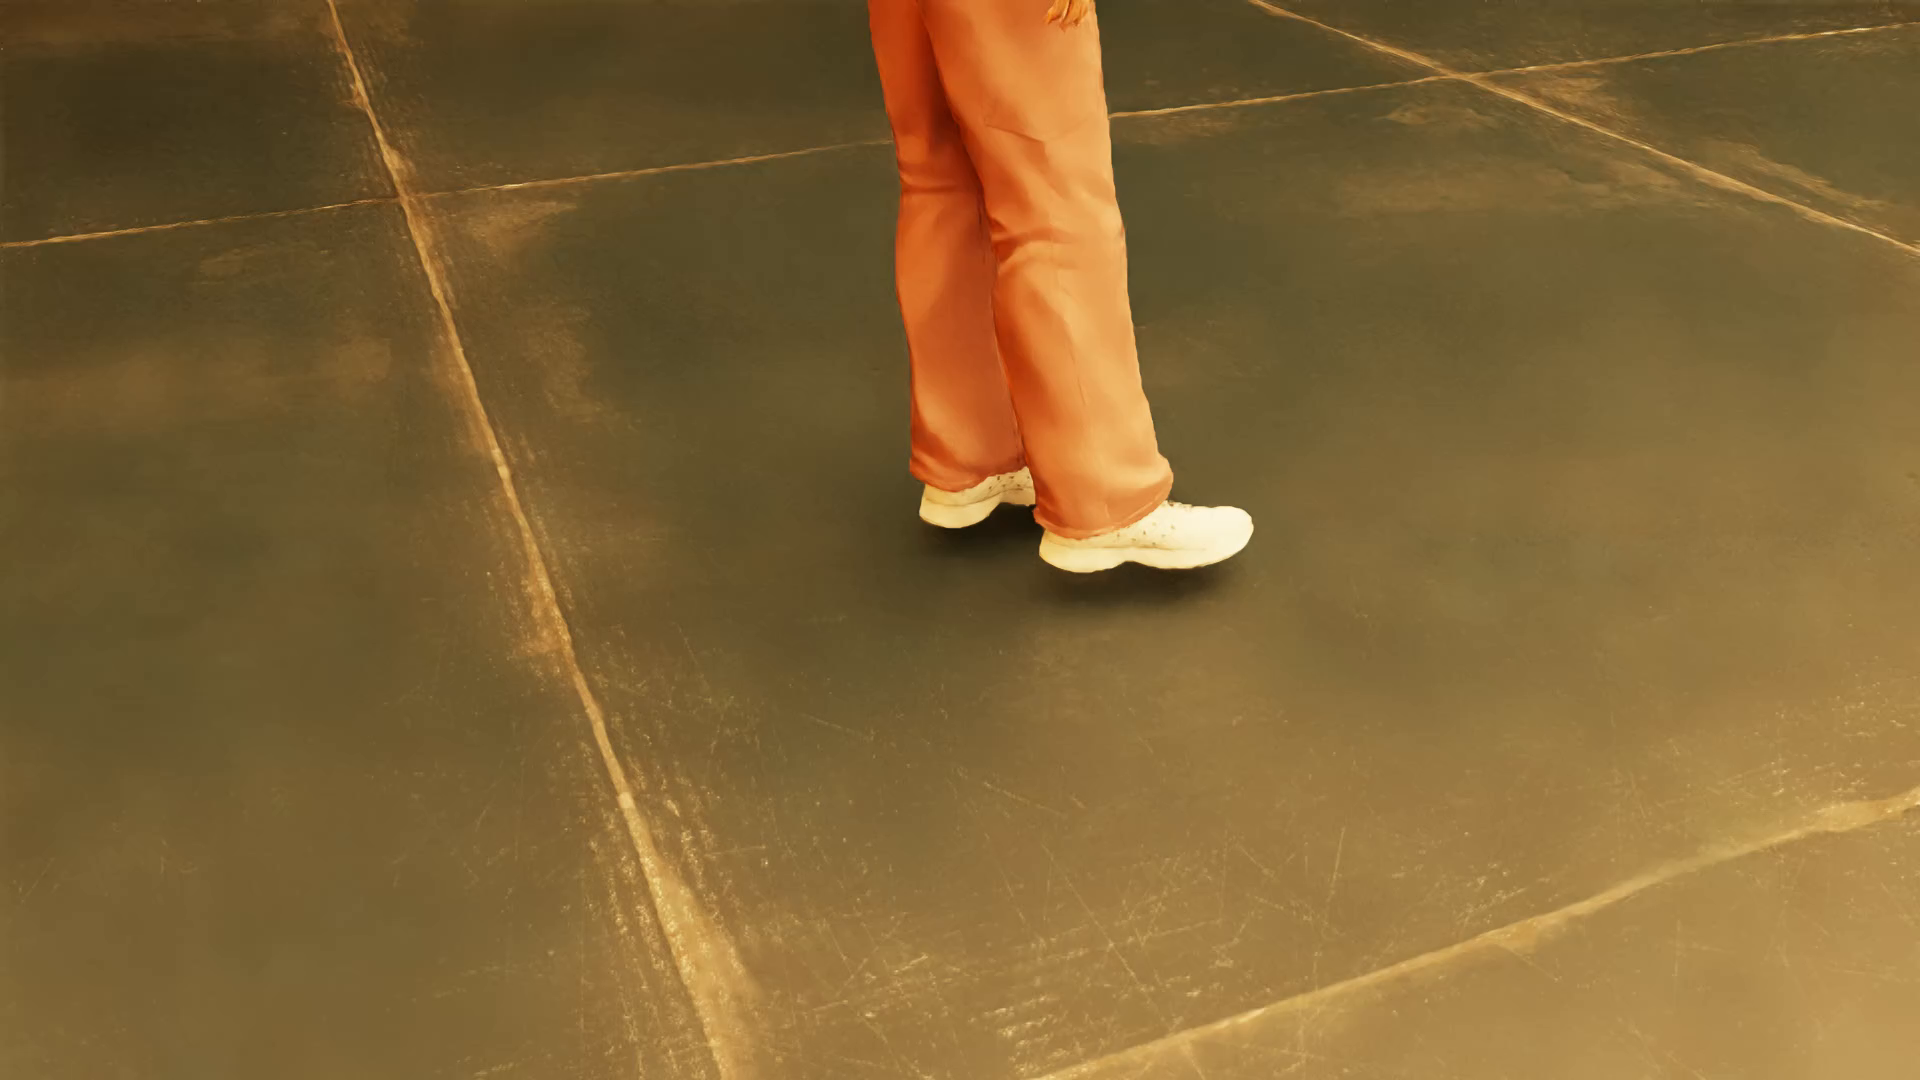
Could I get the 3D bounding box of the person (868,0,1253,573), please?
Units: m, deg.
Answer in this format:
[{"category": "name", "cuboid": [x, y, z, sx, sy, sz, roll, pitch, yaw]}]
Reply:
[{"category": "person", "cuboid": [0.072, -0.777, 2.077, 0.549, 1.673, 0.554, -11, 32, -19]}]
